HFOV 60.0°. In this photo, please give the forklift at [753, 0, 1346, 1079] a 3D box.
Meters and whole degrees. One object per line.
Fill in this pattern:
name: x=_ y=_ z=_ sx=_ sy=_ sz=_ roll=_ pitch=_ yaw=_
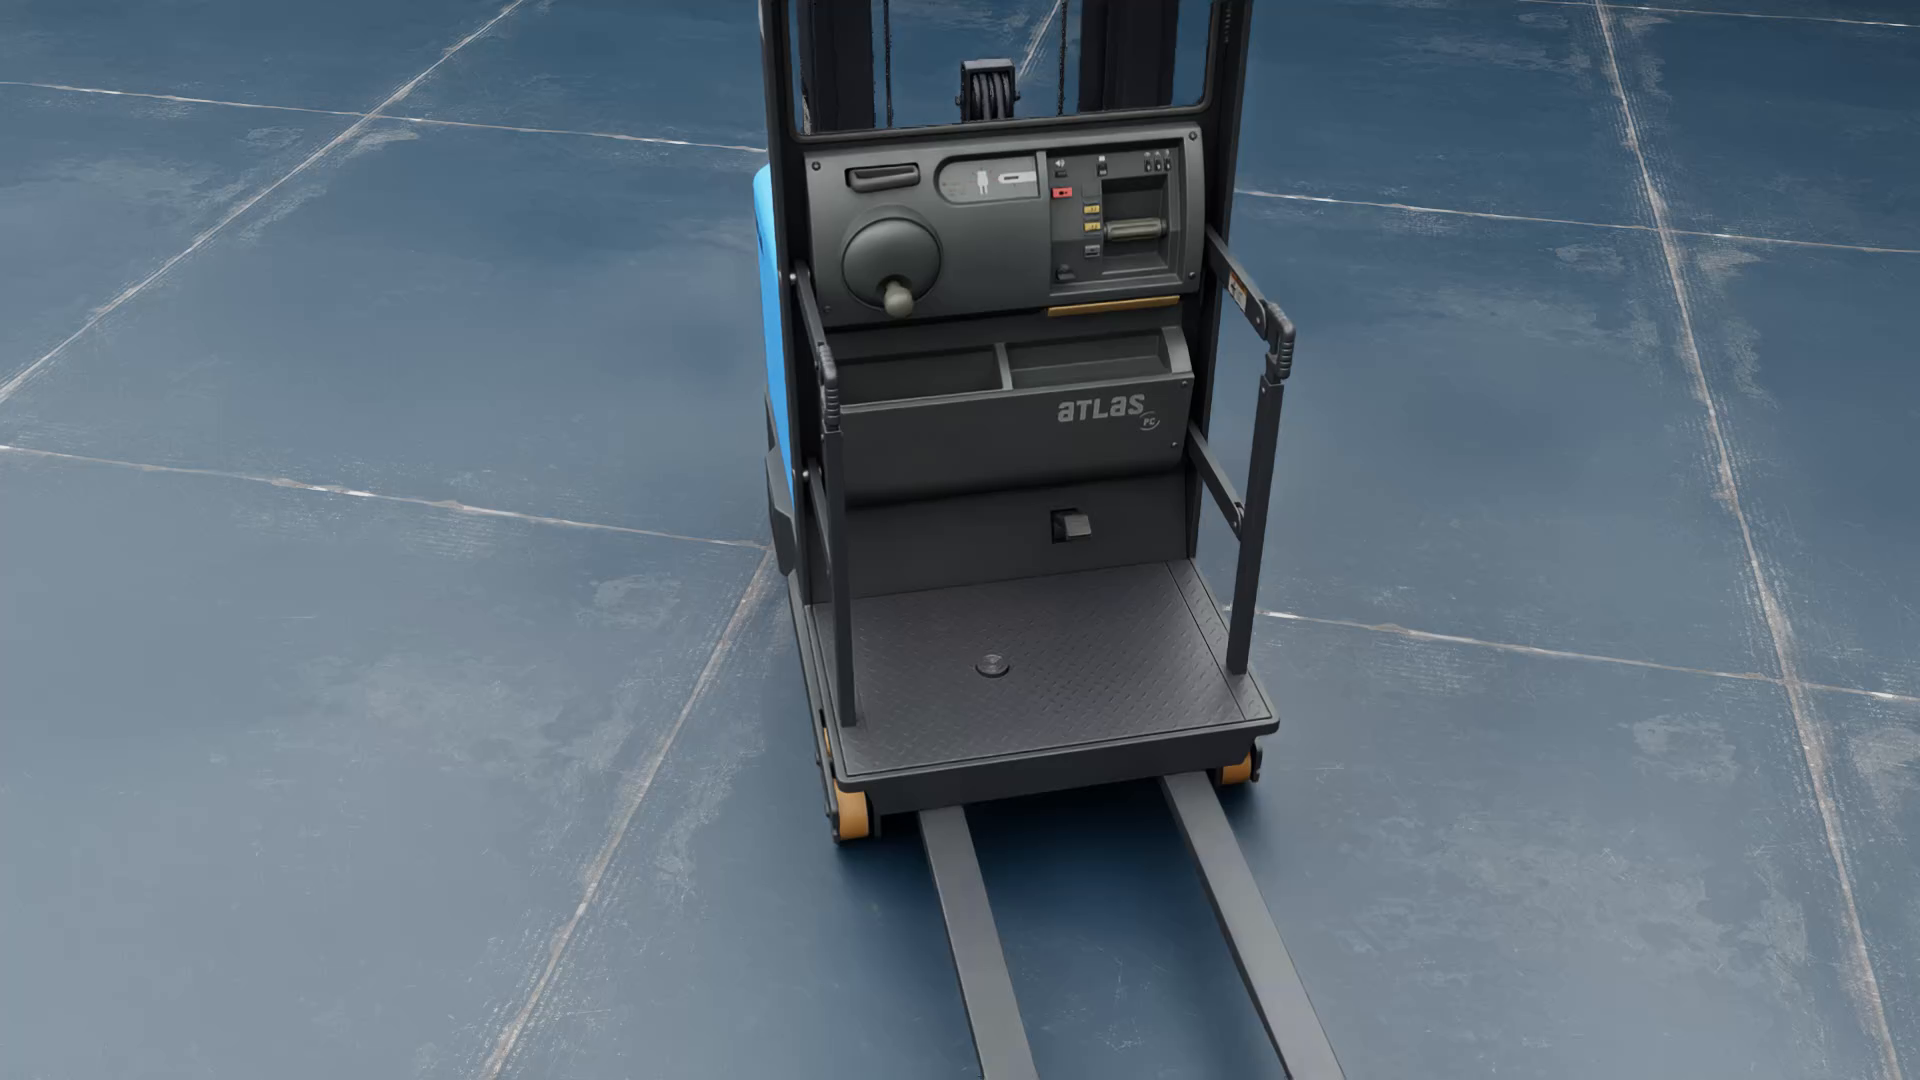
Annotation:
forklift: x=0.158 y=-0.668 z=3.675 sx=1.130 sy=2.935 sz=3.031 roll=-7 pitch=36 yaw=-9
